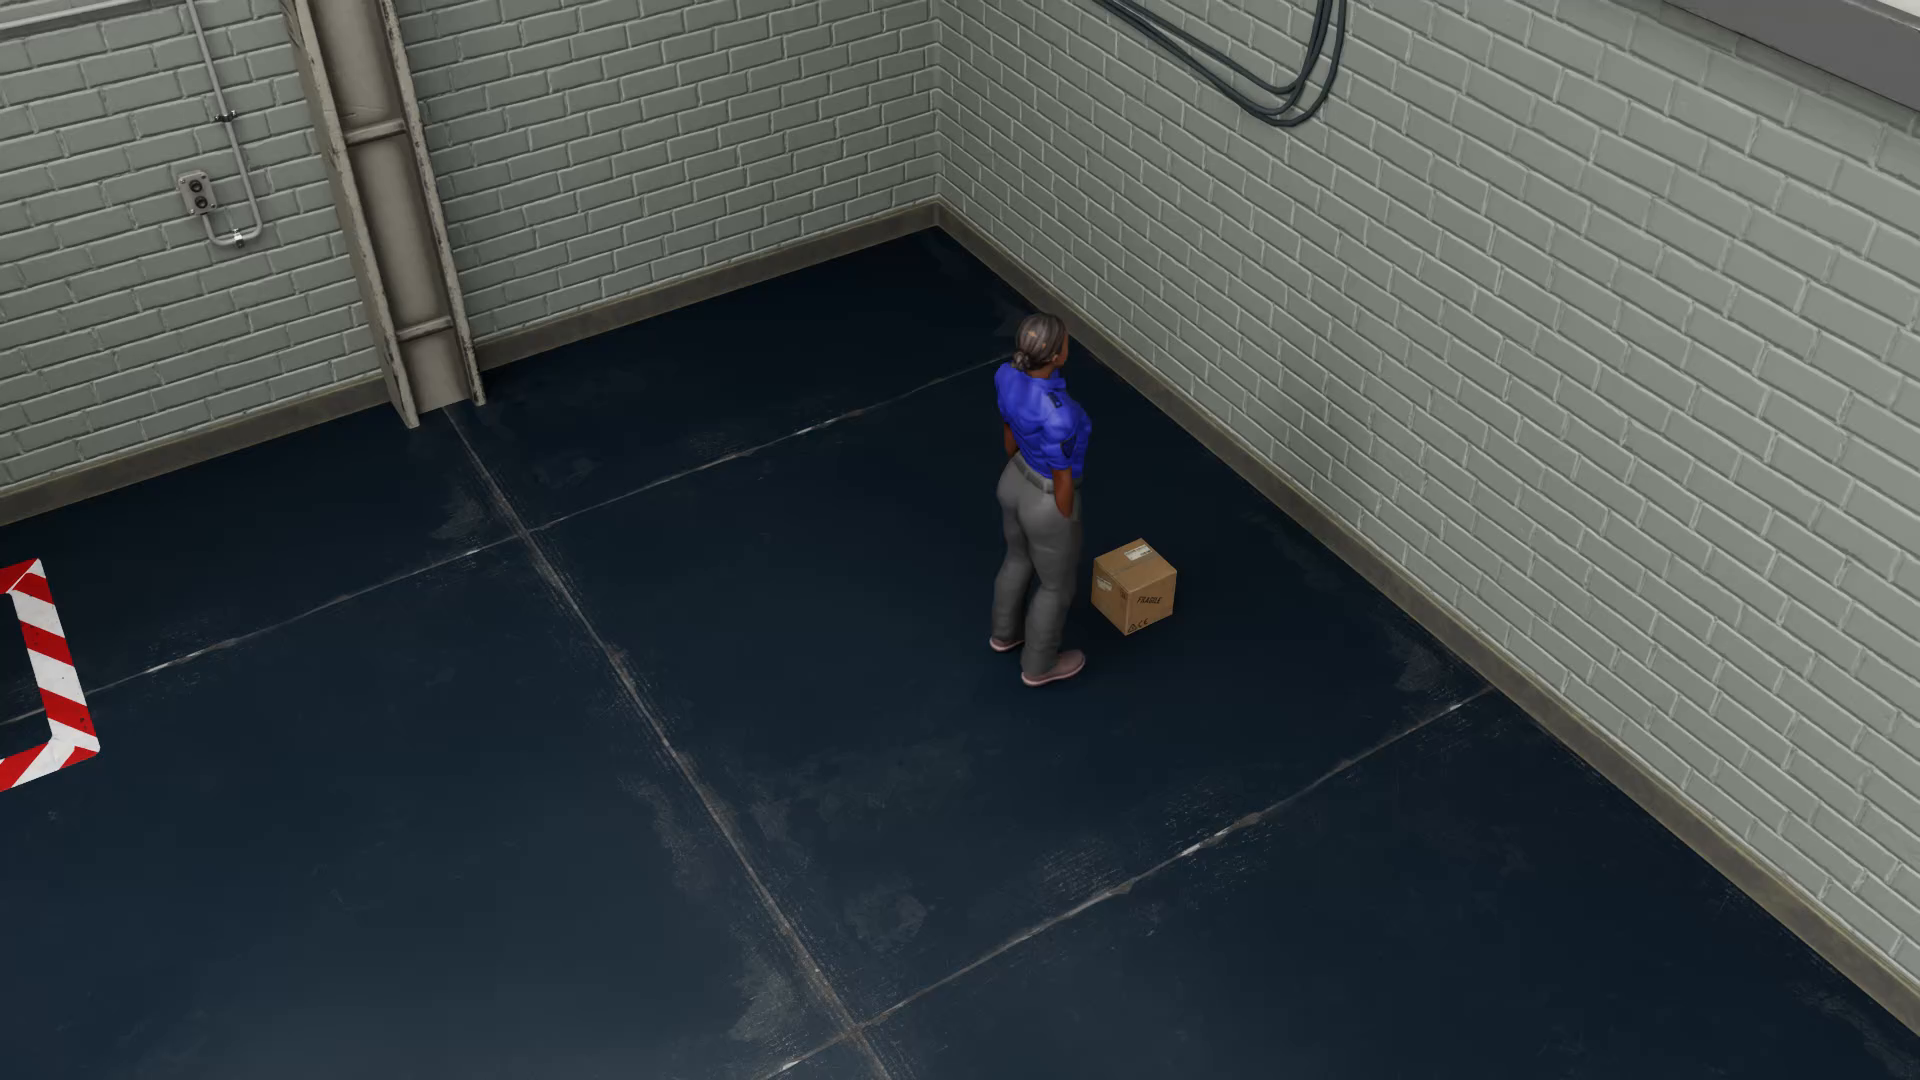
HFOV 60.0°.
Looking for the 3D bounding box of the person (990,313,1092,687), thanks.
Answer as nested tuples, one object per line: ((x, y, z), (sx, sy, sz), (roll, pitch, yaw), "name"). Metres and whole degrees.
((0.304, -0.162, 6.351), (0.304, 1.656, 0.435), (-22, 45, -23), "person")
